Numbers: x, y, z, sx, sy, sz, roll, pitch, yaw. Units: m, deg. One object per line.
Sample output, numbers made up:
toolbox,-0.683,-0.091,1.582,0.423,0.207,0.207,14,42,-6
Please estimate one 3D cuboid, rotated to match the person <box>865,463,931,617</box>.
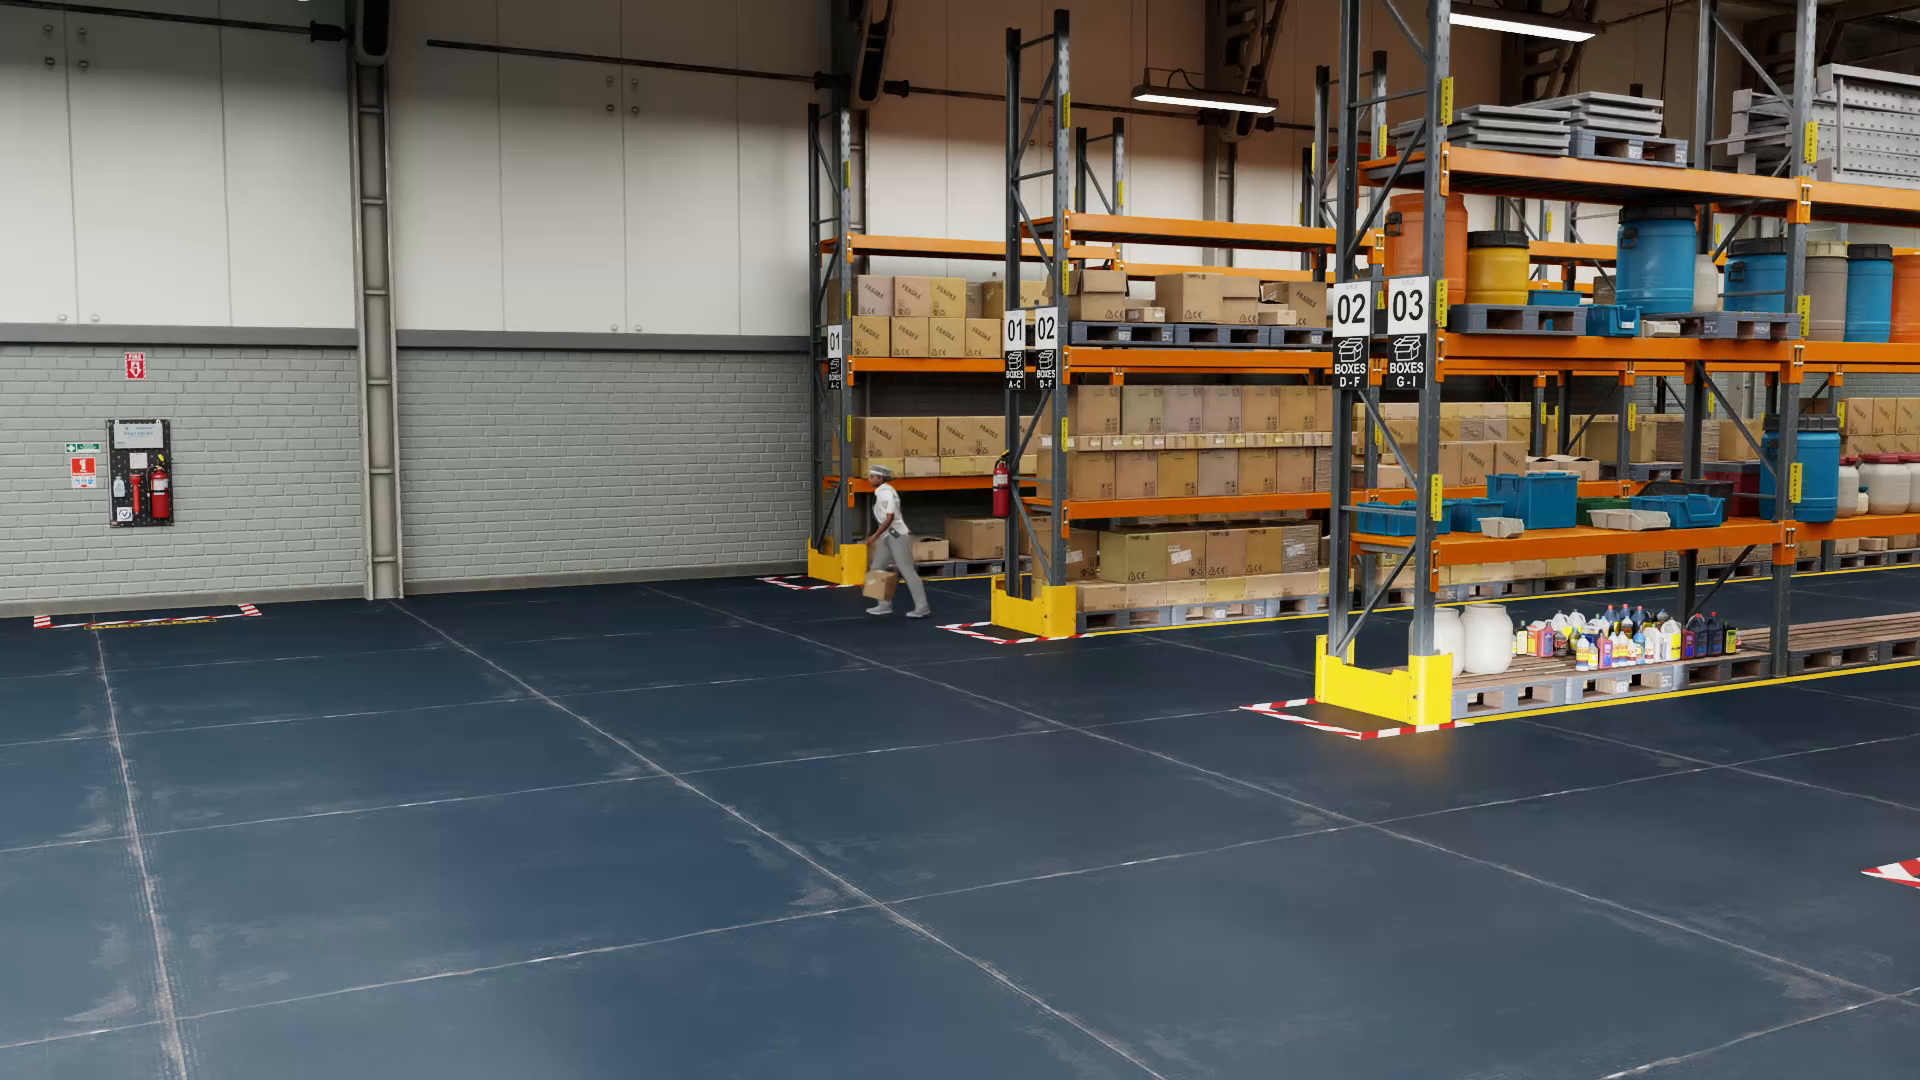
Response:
person,-0.682,-0.005,17.668,0.684,1.634,0.597,-1,5,-11
